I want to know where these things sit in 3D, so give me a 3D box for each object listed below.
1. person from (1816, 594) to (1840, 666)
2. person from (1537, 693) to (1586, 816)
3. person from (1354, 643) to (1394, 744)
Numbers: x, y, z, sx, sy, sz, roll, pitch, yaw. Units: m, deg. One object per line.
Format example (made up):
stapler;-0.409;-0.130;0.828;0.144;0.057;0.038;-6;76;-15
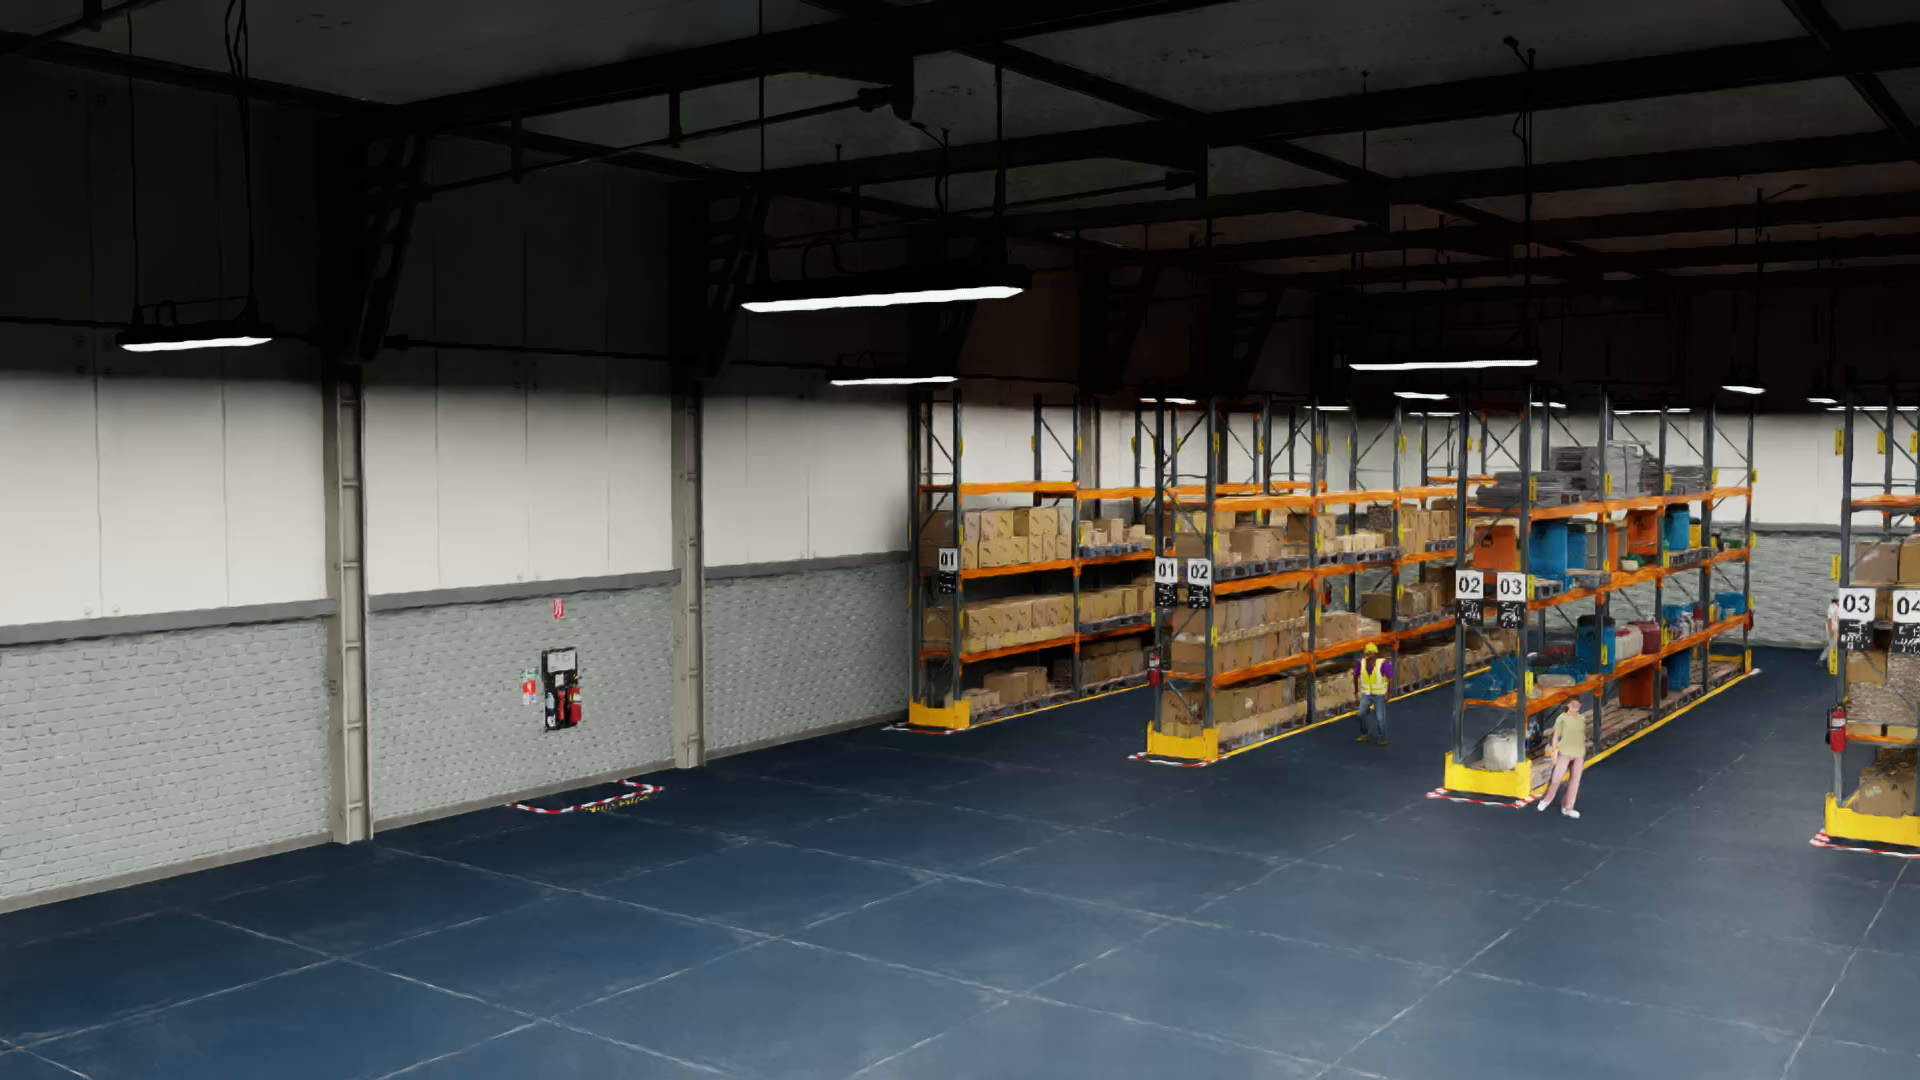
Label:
person;19.608;2.037;37.372;0.656;1.656;0.482;-2;4;-28
person;8.135;2.885;22.452;0.617;1.664;0.477;0;3;-5
person;6.909;2.567;27.846;0.701;1.713;0.578;2;4;35
